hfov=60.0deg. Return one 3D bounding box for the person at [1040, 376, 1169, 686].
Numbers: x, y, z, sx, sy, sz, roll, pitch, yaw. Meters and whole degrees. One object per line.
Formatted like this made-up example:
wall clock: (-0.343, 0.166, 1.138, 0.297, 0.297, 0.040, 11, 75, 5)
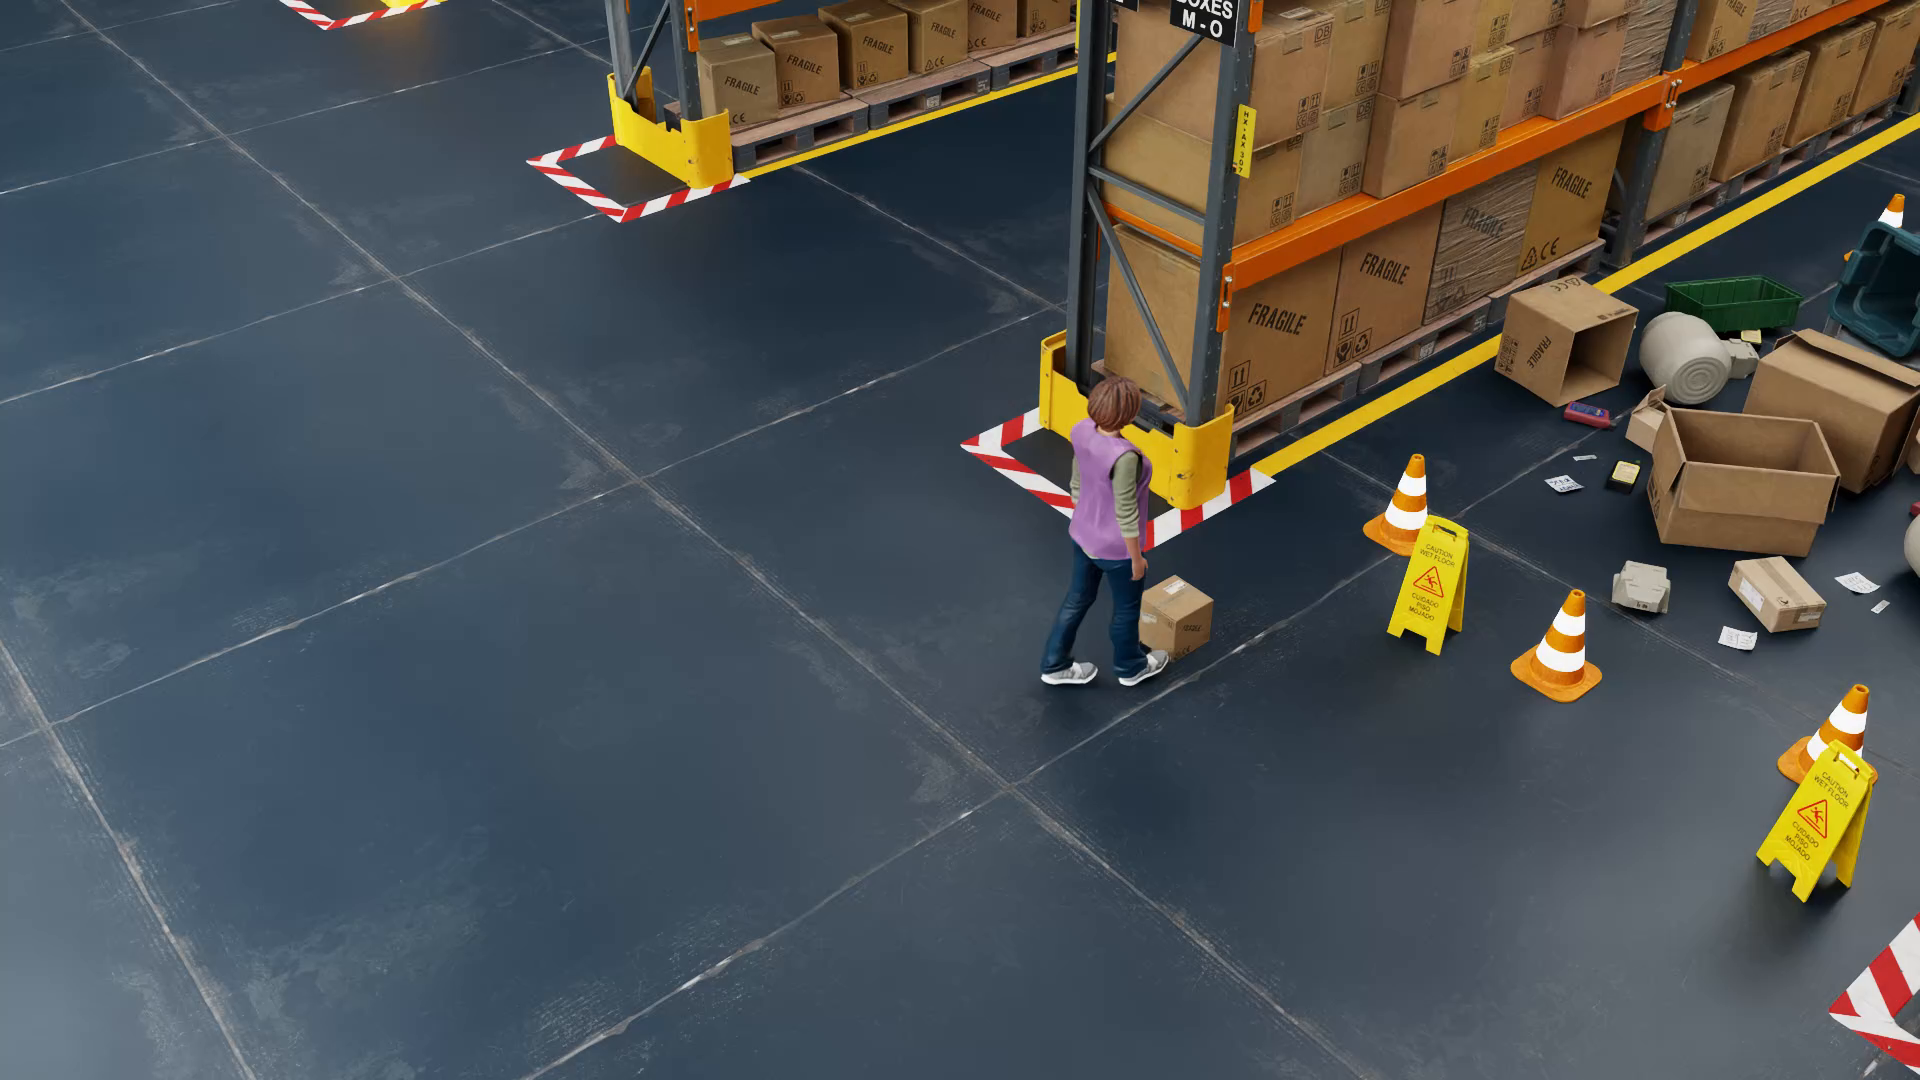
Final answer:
person: (0.663, -0.010, 7.086, 0.597, 1.603, 0.428, -19, 41, -24)
